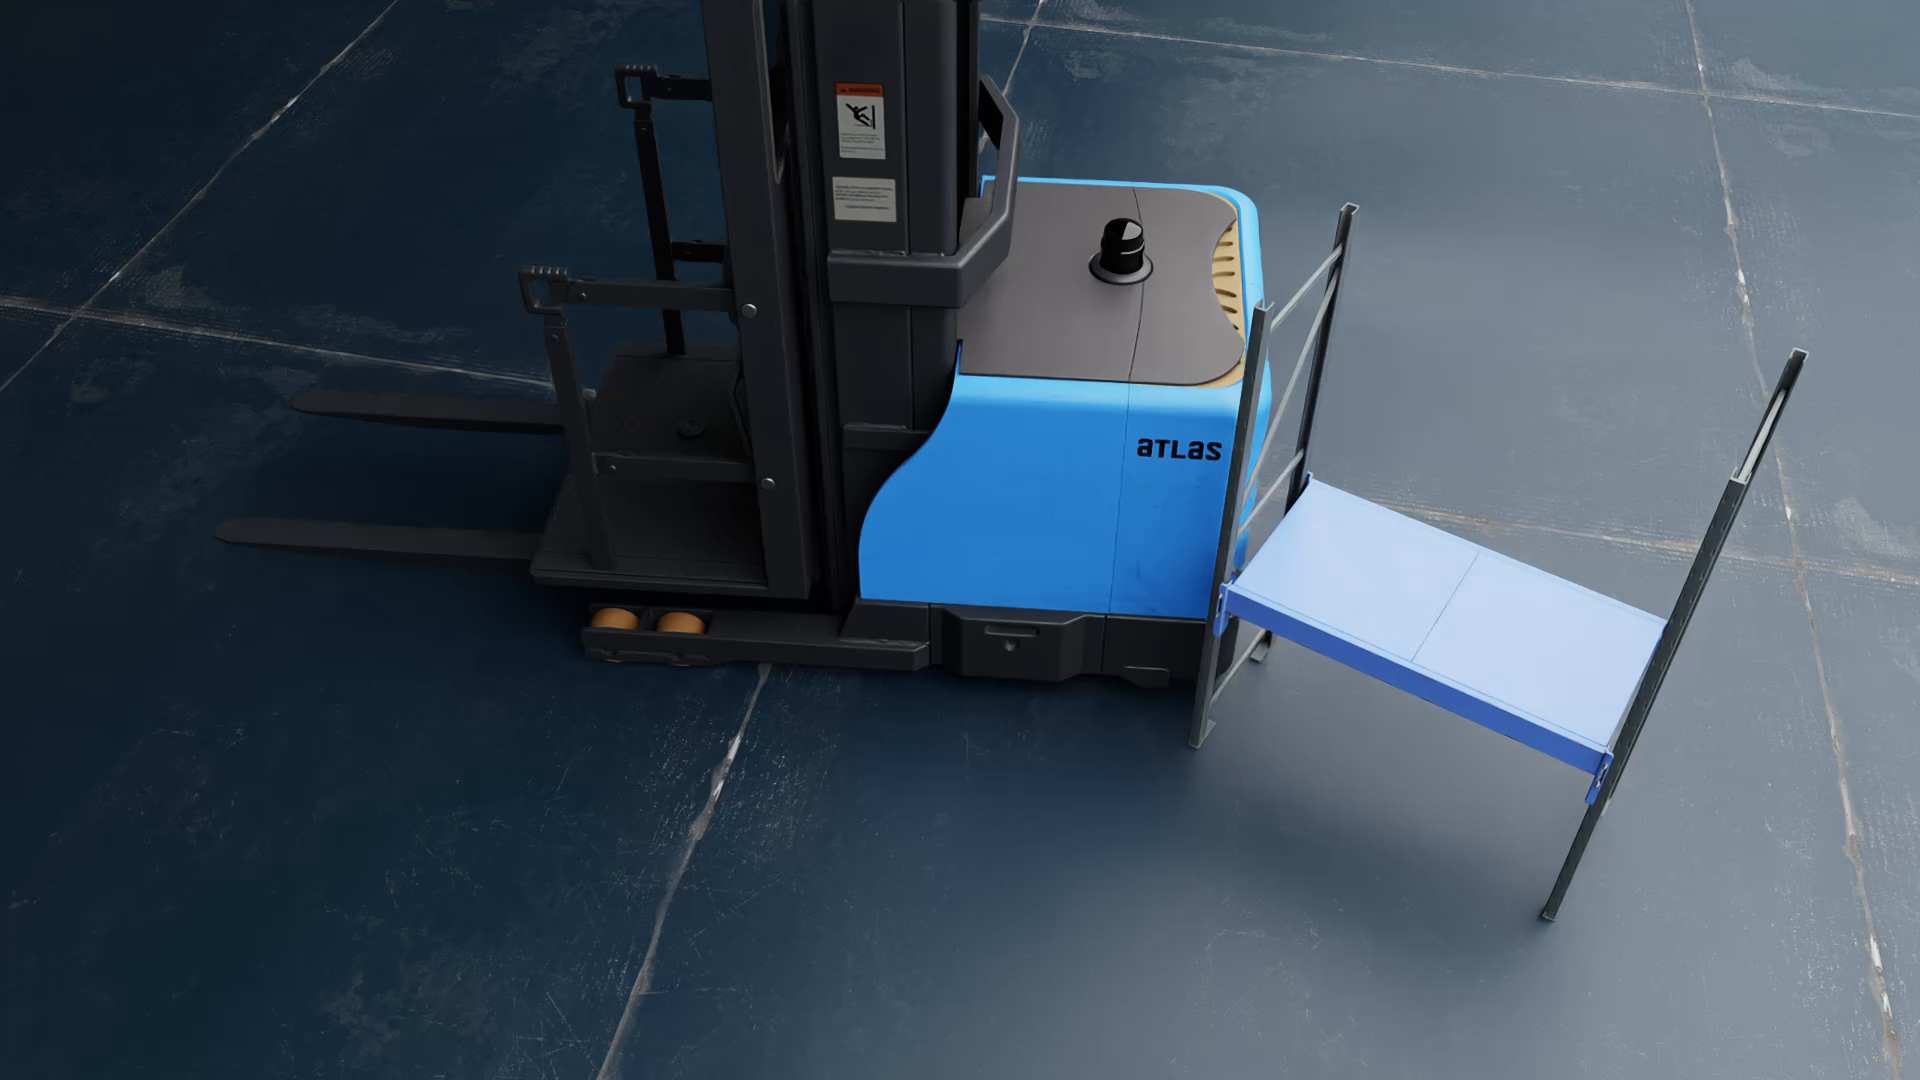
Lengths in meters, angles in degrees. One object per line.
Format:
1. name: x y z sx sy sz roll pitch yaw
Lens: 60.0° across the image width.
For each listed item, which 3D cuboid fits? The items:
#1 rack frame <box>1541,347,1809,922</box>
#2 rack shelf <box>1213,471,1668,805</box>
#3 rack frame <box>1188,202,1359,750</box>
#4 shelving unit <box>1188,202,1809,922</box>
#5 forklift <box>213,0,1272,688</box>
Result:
1. rack frame: 1.637 0.284 3.874 0.032 1.500 0.500 25 49 23
2. rack shelf: 1.212 0.219 4.200 1.000 0.185 0.538 25 49 23
3. rack frame: 0.788 -0.105 4.277 0.032 1.500 0.500 25 49 23
4. shelving unit: 1.212 0.090 4.075 1.048 1.500 0.538 25 49 23
5. forklift: -0.686 -1.049 4.226 3.031 2.935 1.130 3 44 3
